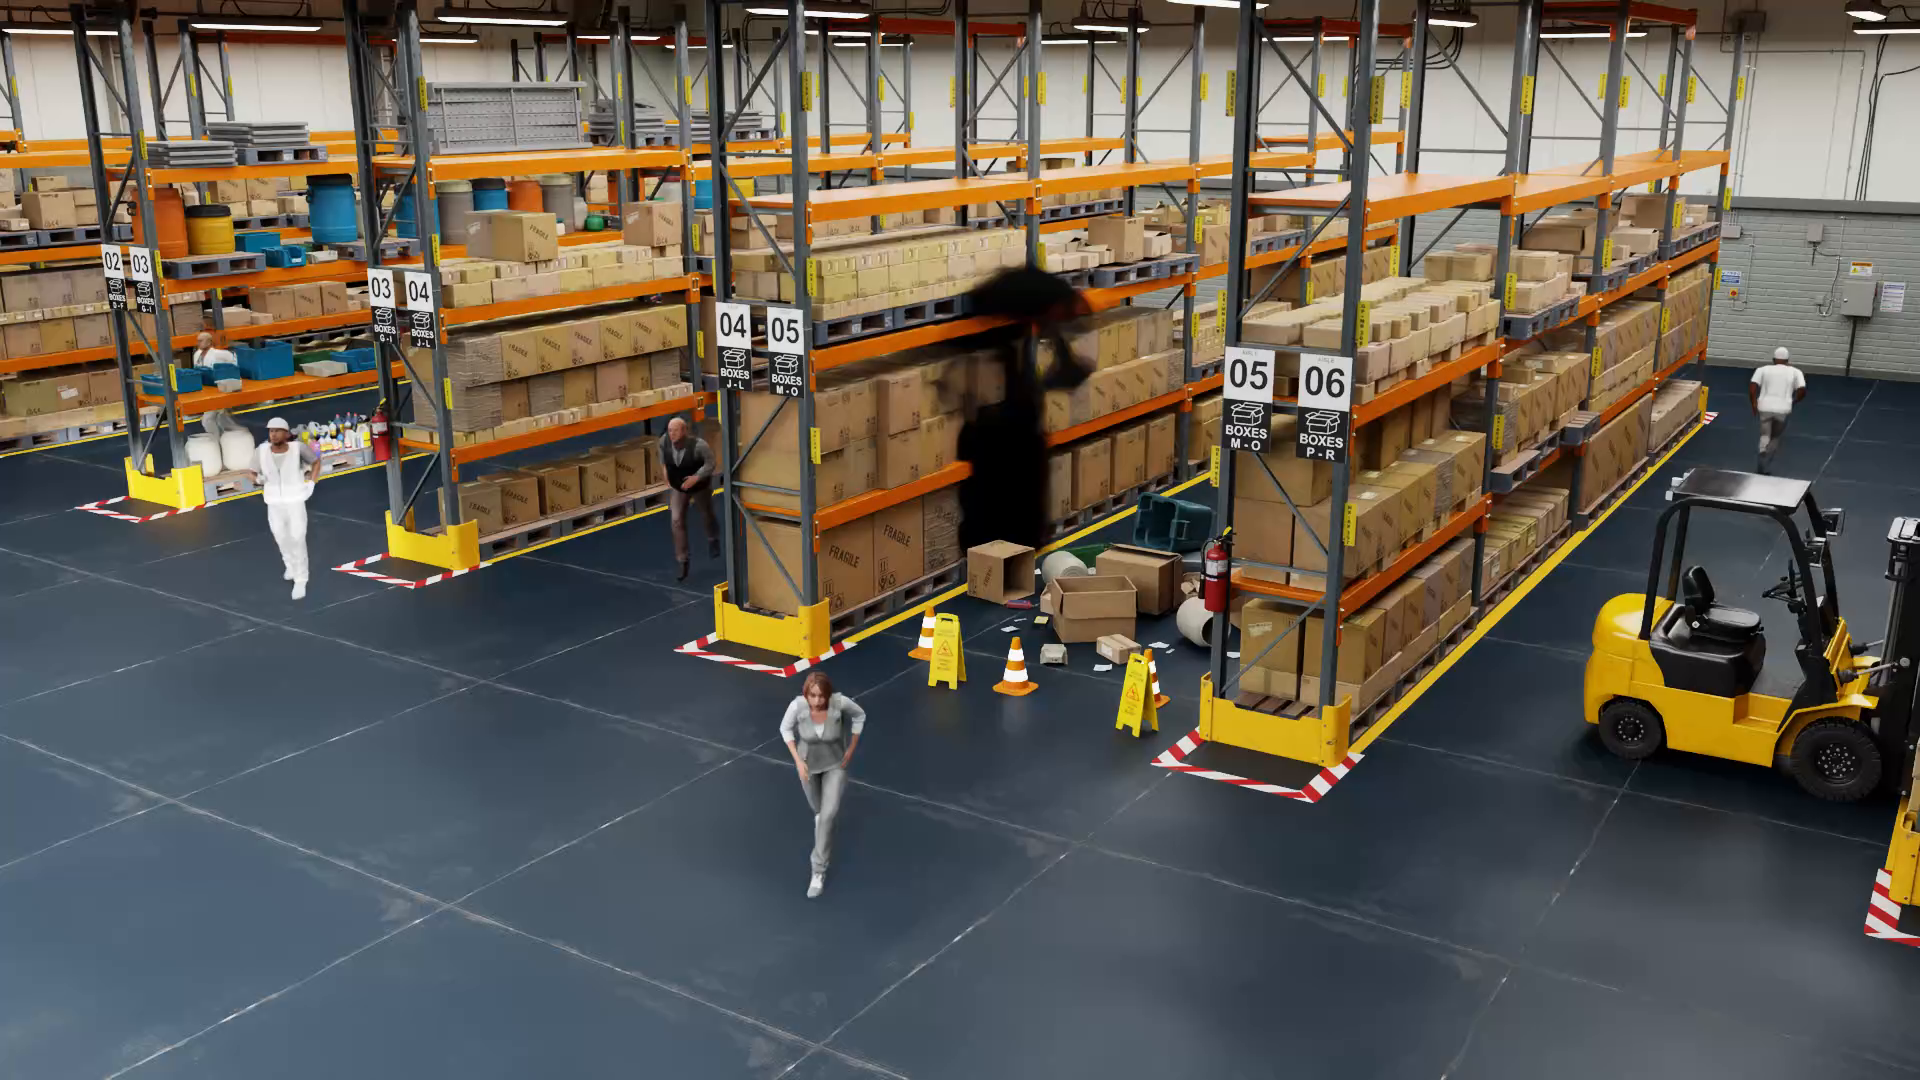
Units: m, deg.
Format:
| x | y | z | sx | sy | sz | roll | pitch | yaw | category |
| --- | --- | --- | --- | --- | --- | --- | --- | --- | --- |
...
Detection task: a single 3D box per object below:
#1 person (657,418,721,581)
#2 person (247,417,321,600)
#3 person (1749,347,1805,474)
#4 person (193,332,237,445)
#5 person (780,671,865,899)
| x | y | z | sx | sy | sz | roll | pitch | yaw | category |
| --- | --- | --- | --- | --- | --- | --- | --- | --- | --- |
| -2.789 | -0.512 | 17.371 | 0.697 | 1.680 | 0.991 | 5 | 16 | 17 | person |
| -6.973 | -0.364 | 17.177 | 0.673 | 1.840 | 0.826 | -1 | 16 | -5 | person |
| 10.828 | -1.679 | 22.127 | 0.672 | 1.707 | 0.872 | 9 | 18 | 29 | person |
| -10.312 | -1.972 | 23.025 | 0.640 | 1.835 | 0.908 | 11 | 19 | 33 | person |
| -0.910 | 1.495 | 11.070 | 0.559 | 1.549 | 0.897 | -2 | 16 | -6 | person |
